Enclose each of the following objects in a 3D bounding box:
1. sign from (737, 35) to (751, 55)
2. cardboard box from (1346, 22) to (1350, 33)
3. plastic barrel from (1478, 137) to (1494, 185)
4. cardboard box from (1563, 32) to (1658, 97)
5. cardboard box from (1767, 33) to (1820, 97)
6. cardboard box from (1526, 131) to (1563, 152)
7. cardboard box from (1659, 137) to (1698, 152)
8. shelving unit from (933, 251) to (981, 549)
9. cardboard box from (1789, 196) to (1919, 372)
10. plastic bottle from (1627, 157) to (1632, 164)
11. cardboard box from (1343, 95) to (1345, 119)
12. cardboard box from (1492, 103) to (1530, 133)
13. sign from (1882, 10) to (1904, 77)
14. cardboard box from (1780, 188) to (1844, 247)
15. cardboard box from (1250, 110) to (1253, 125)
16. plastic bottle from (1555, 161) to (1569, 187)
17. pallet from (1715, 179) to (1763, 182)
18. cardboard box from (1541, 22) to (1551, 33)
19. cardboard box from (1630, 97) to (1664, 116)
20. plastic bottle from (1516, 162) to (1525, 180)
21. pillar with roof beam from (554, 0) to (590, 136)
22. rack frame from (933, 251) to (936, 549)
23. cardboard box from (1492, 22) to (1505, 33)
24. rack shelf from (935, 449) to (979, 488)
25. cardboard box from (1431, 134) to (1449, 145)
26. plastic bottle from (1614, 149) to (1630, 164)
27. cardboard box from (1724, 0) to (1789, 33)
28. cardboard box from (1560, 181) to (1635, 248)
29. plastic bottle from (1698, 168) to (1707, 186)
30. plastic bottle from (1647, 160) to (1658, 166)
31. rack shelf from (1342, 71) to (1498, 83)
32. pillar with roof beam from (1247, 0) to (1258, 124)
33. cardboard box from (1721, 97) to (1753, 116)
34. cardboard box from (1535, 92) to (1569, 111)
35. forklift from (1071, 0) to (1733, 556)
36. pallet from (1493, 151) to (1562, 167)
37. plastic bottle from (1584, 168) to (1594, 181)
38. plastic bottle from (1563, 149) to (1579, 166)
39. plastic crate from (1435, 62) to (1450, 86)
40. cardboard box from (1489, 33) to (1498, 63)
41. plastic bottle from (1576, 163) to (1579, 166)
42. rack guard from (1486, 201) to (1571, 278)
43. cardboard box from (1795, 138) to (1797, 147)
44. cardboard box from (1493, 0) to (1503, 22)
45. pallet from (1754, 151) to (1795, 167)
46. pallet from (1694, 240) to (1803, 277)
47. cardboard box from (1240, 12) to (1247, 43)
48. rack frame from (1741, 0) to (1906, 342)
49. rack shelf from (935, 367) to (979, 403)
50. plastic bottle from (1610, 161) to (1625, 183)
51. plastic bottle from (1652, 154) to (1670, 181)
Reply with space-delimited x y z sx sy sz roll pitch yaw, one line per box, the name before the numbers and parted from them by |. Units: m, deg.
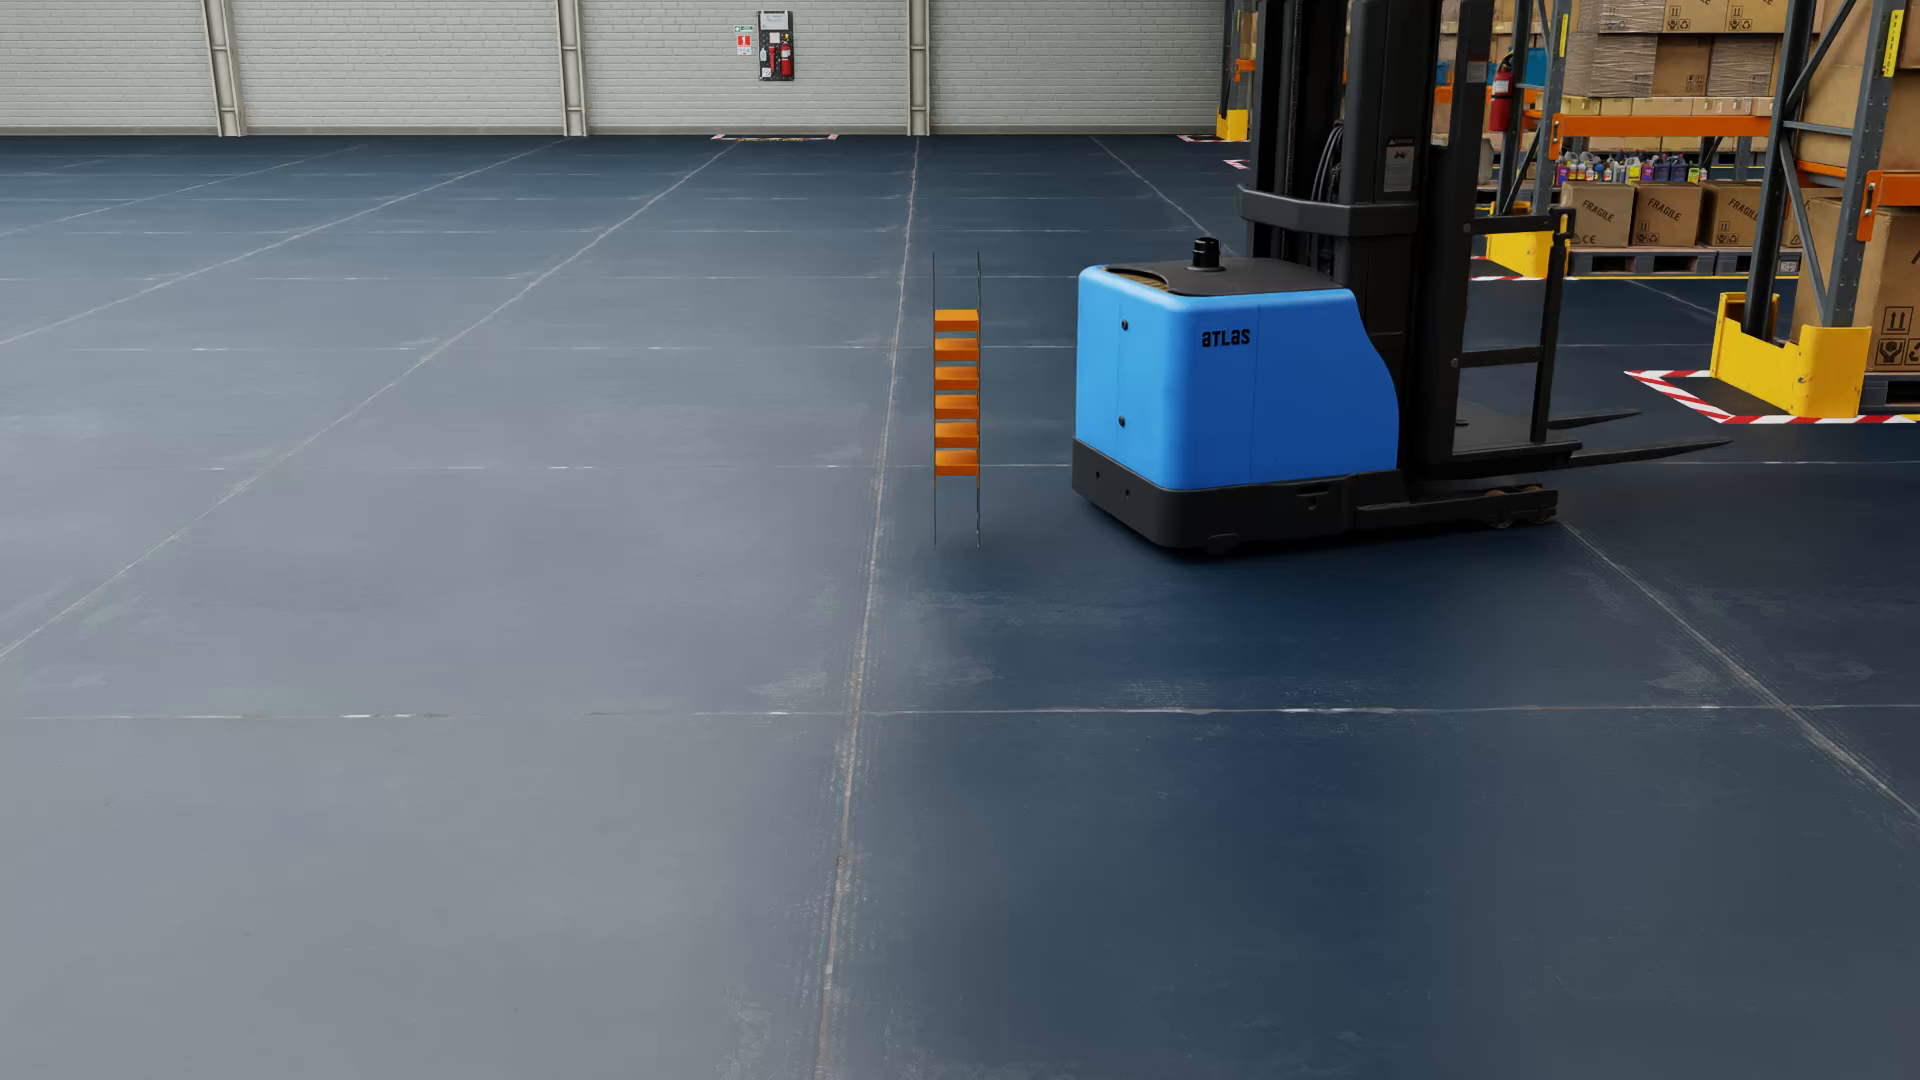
sign | -3.755 -8.613 28.928 0.234 0.329 0.001 0 18 -1
cardboard box | 5.326 -7.111 23.077 0.250 0.149 0.380 -1 18 -2
plastic barrel | 5.899 -4.347 19.074 0.421 0.512 0.421 0 18 0
cardboard box | 5.369 -3.974 13.874 0.500 0.500 0.875 0 18 -1
cardboard box | 6.868 -4.001 13.959 0.500 0.500 0.875 0 18 -1
cardboard box | 8.206 -5.657 23.585 0.500 0.250 0.500 0 18 -1
cardboard box | 10.102 -5.658 23.587 0.500 0.250 0.500 -1 18 -3
shelving unit | -0.014 -0.571 6.864 0.189 1.200 0.258 0 18 -1
cardboard box | 5.473 -1.487 9.562 0.875 0.875 0.875 0 18 -1
plastic bottle | 7.783 -4.318 19.344 0.097 0.271 0.097 0 18 0
cardboard box | 5.706 -6.001 23.431 0.500 0.500 0.500 0 18 -1
cardboard box | 7.705 -6.015 23.474 0.500 0.500 0.500 0 18 -1
sign | 4.799 -2.555 8.556 0.005 0.325 0.100 0 18 -1
cardboard box | 7.226 -2.798 14.263 0.500 0.500 0.500 -2 18 -6
cardboard box | 5.278 -7.234 28.369 0.500 0.311 0.500 -2 18 -7
plastic bottle | 6.785 -4.128 18.733 0.133 0.283 0.061 0 18 0
pallet | 9.525 -4.010 19.203 1.213 0.211 1.003 0 18 -1
cardboard box | 8.150 -7.124 23.120 0.250 0.149 0.380 -1 18 -2
cardboard box | 5.608 -3.591 13.743 0.250 0.149 0.380 0 18 -1
plastic bottle | 6.570 -4.323 19.473 0.097 0.201 0.097 0 18 0
pillar with roof beam | -6.660 -10.080 23.739 0.400 9.000 9.100 0 18 -1
rack frame | -0.106 -0.571 6.863 0.006 1.200 0.240 0 18 -1
cardboard box | 7.380 -7.121 23.109 0.250 0.149 0.380 0 18 -1
rack shelf | -0.014 -0.300 6.951 0.180 0.103 0.258 0 18 -1
cardboard box | 6.706 -5.648 23.557 0.500 0.250 0.500 0 18 -1
plastic bottle | 7.738 -4.392 19.446 0.185 0.351 0.144 -1 18 -3
cardboard box | 6.373 -4.378 13.498 0.500 0.500 0.500 0 18 -1
cardboard box | 5.444 -2.798 14.264 0.500 0.500 0.500 3 18 9
plastic bottle | 8.382 -4.102 18.786 0.097 0.201 0.097 0 18 0
plastic bottle | 7.881 -4.188 18.931 0.135 0.276 0.152 0 18 -1
rack shelf | 6.666 -6.483 23.524 4.000 0.370 1.077 0 18 -1
pillar with roof beam | 5.339 -10.138 23.920 0.400 9.000 9.100 0 18 -1
cardboard box | 6.357 -3.607 13.793 0.250 0.149 0.380 0 18 -1
cardboard box | 5.101 -3.735 14.192 0.250 0.149 0.380 0 18 -1
forklift | 2.079 -1.589 7.202 3.031 2.935 1.130 -6 19 -19
pallet | 7.870 -5.516 23.898 1.213 0.211 1.003 0 18 -1
plastic bottle | 7.100 -4.096 18.767 0.097 0.201 0.097 0 18 0
plastic bottle | 7.127 -4.389 19.437 0.185 0.351 0.144 0 18 1
plastic crate | 5.236 -5.326 18.983 0.616 0.251 0.499 0 18 -1
cardboard box | 7.193 -6.873 23.399 0.500 0.500 0.700 0 18 0
plastic bottle | 7.172 -4.282 19.345 0.097 0.201 0.097 0 18 0
rack guard | 4.895 -2.600 14.336 0.348 0.500 1.175 0 18 -1
cardboard box | 11.628 -5.665 23.609 0.500 0.250 0.500 0 18 -2
cardboard box | 7.216 -7.491 23.203 0.500 0.500 0.700 0 18 -1
pallet | 11.841 -5.535 23.955 1.213 0.211 1.003 0 18 -1
pallet | 6.925 -2.461 14.374 1.213 0.211 1.003 0 18 -1
cardboard box | 5.052 -8.691 28.215 0.500 0.500 0.500 0 18 -1
rack frame | 4.796 -2.275 9.229 0.127 3.000 1.000 0 18 -1
rack shelf | -0.014 -0.643 6.841 0.180 0.103 0.258 0 18 -1
plastic bottle | 7.423 -4.142 18.787 0.135 0.276 0.152 0 18 0
plastic bottle | 7.909 -4.178 18.779 0.185 0.351 0.144 -1 18 -4
